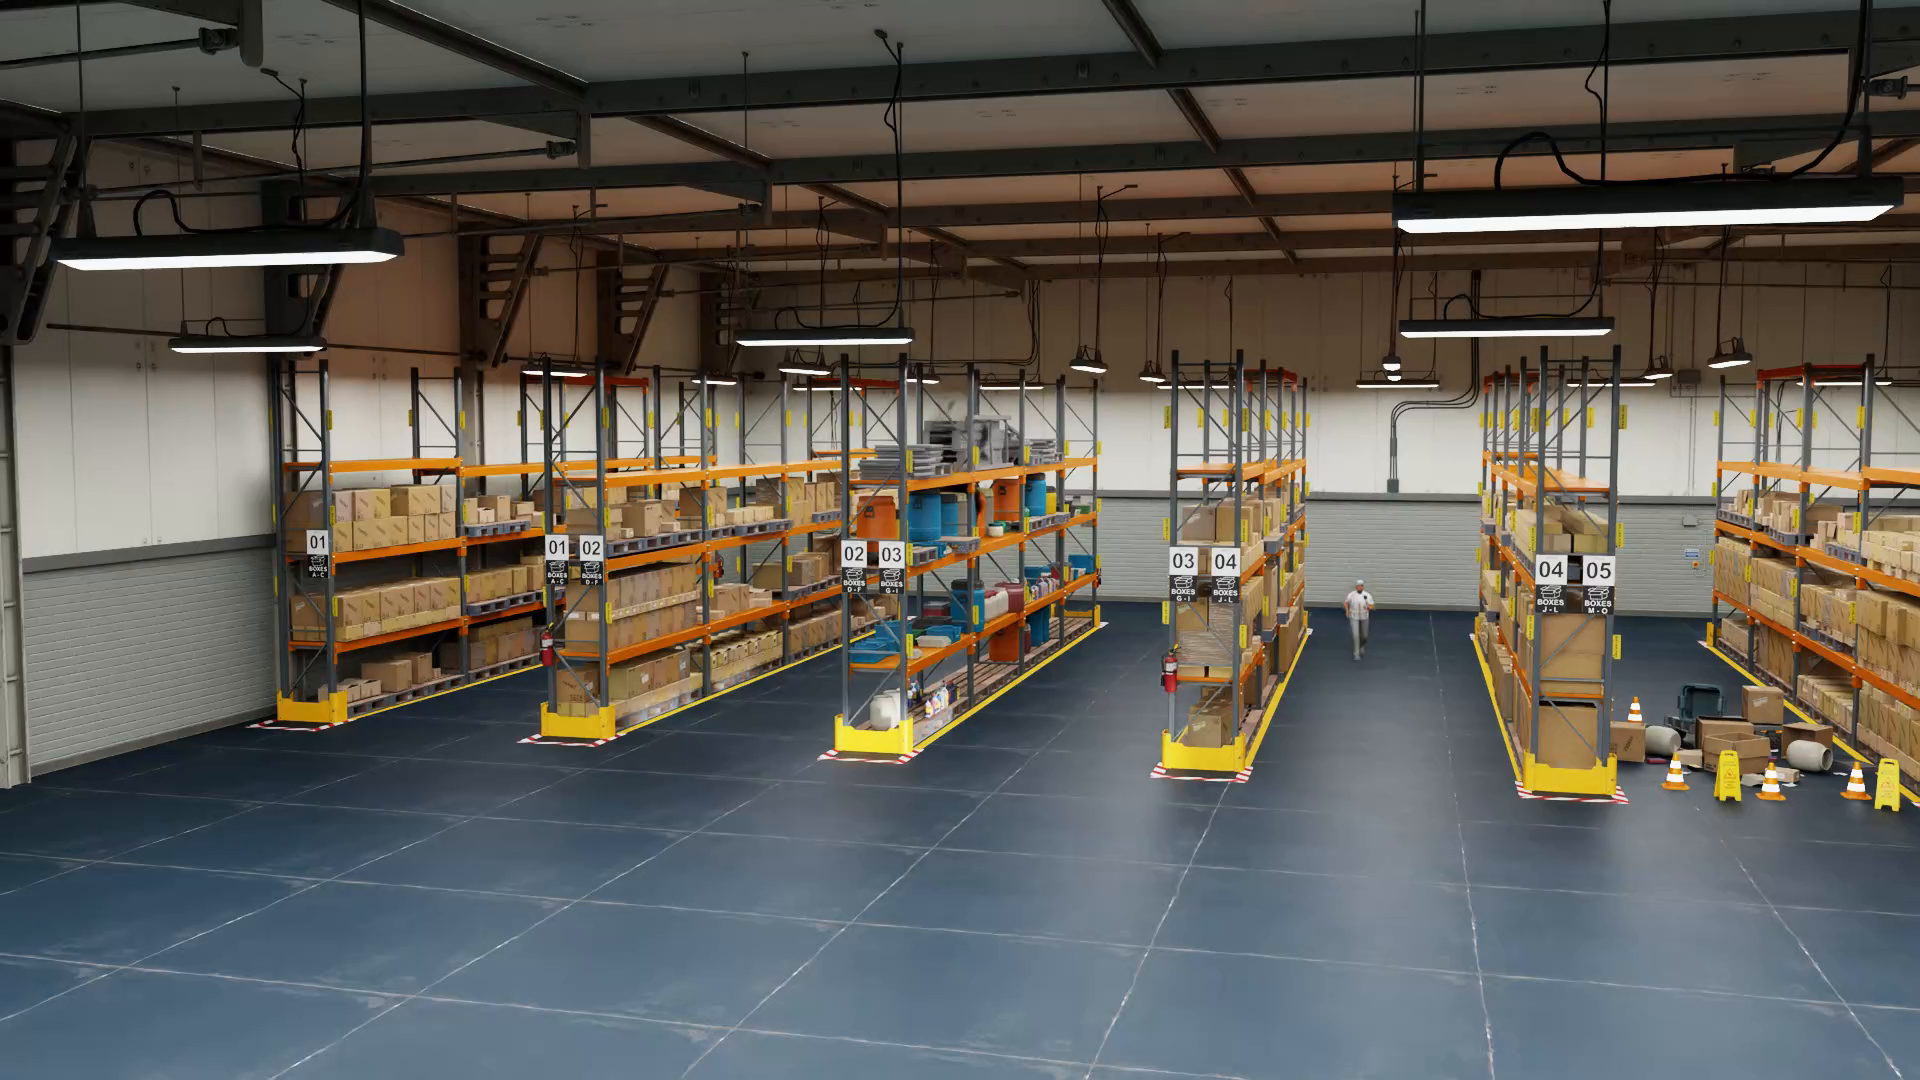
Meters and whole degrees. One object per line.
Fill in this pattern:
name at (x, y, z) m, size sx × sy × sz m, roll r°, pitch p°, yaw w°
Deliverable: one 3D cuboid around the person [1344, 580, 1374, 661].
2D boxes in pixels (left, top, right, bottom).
person at (8.367, 1.660, 34.866) m, size 0.614 × 1.643 × 0.918 m, roll 1°, pitch 4°, yaw 7°
